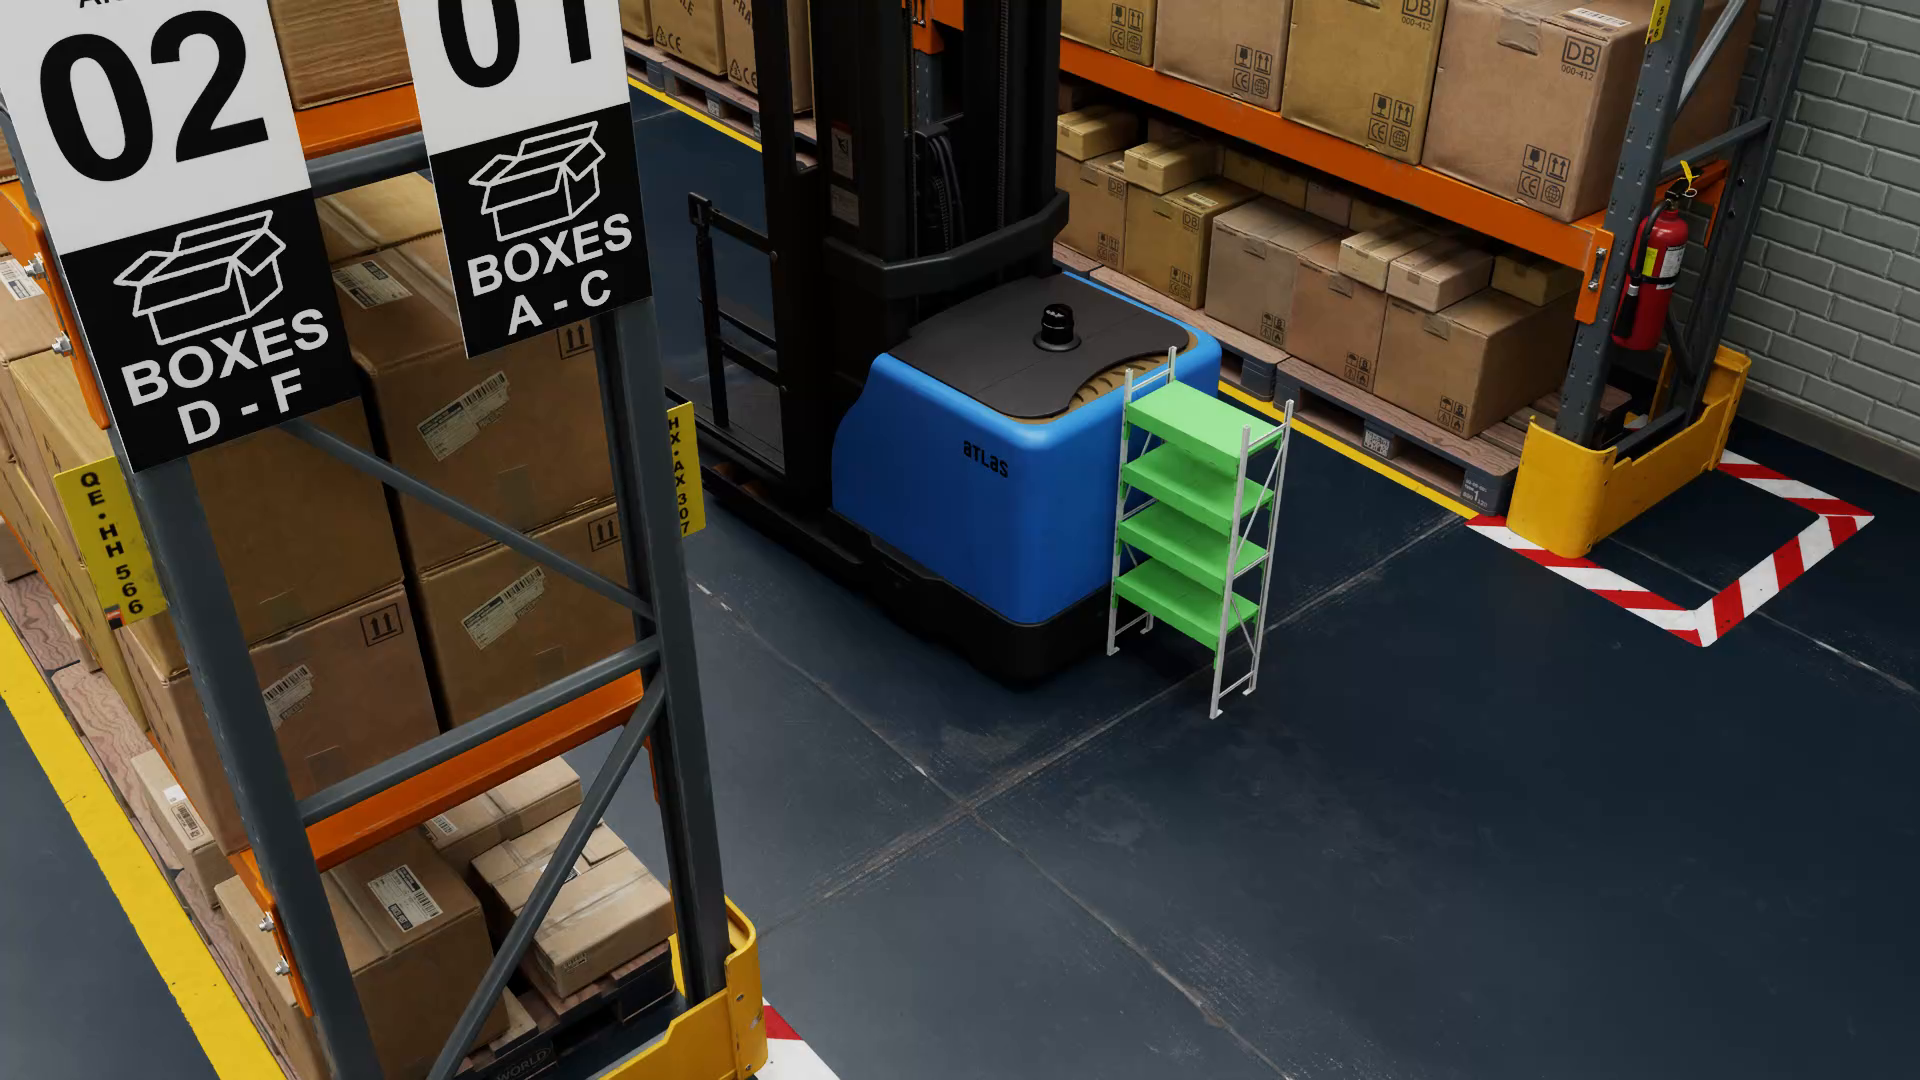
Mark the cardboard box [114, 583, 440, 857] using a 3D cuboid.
[{"bbox_3d":[-1.520,0.275,3.680,0.500,0.500,0.500,-25,42,-30],"label":"cardboard box"}]

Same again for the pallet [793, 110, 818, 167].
[{"bbox_3d":[-0.378,-2.378,9.925,1.003,0.211,1.213,-26,43,-32],"label":"pallet"}]

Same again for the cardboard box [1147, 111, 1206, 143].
[{"bbox_3d":[1.152,-2.041,8.275,0.380,0.149,0.250,-28,44,-33],"label":"cardboard box"}]

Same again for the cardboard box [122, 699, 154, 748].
[{"bbox_3d":[-2.388,0.313,5.492,0.797,0.503,0.637,-26,43,-32],"label":"cardboard box"}]

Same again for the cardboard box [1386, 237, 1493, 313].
[{"bbox_3d":[2.008,-1.114,6.965,0.380,0.149,0.250,-27,43,-32],"label":"cardboard box"}]

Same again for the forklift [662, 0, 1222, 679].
[{"bbox_3d":[-0.432,-1.457,6.271,1.130,2.935,3.031,-29,44,-34],"label":"forklift"}]

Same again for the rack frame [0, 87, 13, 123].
[{"bbox_3d":[-1.023,-2.036,1.839,1.000,3.000,0.127,-26,43,-32],"label":"rack frame"}]

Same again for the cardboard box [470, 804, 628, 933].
[{"bbox_3d":[-1.192,0.965,4.862,0.380,0.166,0.250,-26,43,-32],"label":"cardboard box"}]

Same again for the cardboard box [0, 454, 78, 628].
[{"bbox_3d":[-2.175,-0.175,4.315,0.500,0.500,0.500,-26,43,-31],"label":"cardboard box"}]

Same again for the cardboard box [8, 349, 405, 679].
[{"bbox_3d":[-1.520,-0.131,3.388,0.500,0.500,0.500,-26,43,-32],"label":"cardboard box"}]

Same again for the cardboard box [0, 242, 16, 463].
[{"bbox_3d":[-2.185,-0.581,4.023,0.500,0.500,0.500,-25,42,-31],"label":"cardboard box"}]

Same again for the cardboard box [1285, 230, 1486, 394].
[{"bbox_3d":[1.908,-1.081,7.481,0.700,0.500,0.500,-26,43,-32],"label":"cardboard box"}]

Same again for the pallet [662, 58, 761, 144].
[{"bbox_3d":[-1.170,-2.917,10.686,1.003,0.211,1.213,-26,43,-32],"label":"pallet"}]

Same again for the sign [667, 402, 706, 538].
[{"bbox_3d":[-0.609,-0.144,3.608,0.100,0.325,0.005,-26,43,-32],"label":"sign"}]

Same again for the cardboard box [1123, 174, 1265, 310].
[{"bbox_3d":[1.233,-1.536,8.122,0.700,0.500,0.500,-25,42,-31],"label":"cardboard box"}]

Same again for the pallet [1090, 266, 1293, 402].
[{"bbox_3d":[1.400,-1.161,8.207,1.003,0.211,1.213,-26,43,-32],"label":"pallet"}]

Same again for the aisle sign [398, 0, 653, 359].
[{"bbox_3d":[-0.755,-0.728,2.934,0.394,0.787,0.004,-26,43,-32],"label":"aisle sign"}]

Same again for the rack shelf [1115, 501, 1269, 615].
[{"bbox_3d":[0.804,0.043,5.762,0.258,0.148,0.480,-29,44,-34],"label":"rack shelf"}]

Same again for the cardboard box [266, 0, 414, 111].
[{"bbox_3d":[-1.160,-1.072,3.203,0.500,0.250,0.500,-26,43,-32],"label":"cardboard box"}]

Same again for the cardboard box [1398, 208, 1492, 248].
[{"bbox_3d":[2.136,-1.368,7.324,0.380,0.149,0.250,-26,43,-32],"label":"cardboard box"}]

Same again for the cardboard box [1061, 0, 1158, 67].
[{"bbox_3d":[0.982,-2.756,7.786,0.980,0.700,0.700,-27,43,-33],"label":"cardboard box"}]

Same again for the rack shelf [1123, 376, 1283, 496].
[{"bbox_3d":[0.804,-0.349,5.485,0.258,0.148,0.480,-29,44,-34],"label":"rack shelf"}]

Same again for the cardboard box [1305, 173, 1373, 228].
[{"bbox_3d":[1.811,-1.590,7.638,0.380,0.149,0.250,-25,42,-31],"label":"cardboard box"}]

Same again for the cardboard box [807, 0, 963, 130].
[{"bbox_3d":[-0.341,-2.736,9.514,0.750,0.750,0.750,-25,43,-31],"label":"cardboard box"}]

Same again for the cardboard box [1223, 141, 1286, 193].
[{"bbox_3d":[1.482,-1.815,7.956,0.380,0.149,0.250,-27,43,-33],"label":"cardboard box"}]

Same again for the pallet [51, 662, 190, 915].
[{"bbox_3d":[-2.370,0.627,5.683,1.003,0.211,1.213,-26,43,-32],"label":"pallet"}]

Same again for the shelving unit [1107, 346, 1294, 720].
[{"bbox_3d":[0.804,-0.009,5.725,0.258,1.200,0.503,-29,44,-34],"label":"shelving unit"}]

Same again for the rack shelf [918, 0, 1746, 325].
[{"bbox_3d":[1.468,-2.027,7.639,1.077,0.370,4.000,-26,43,-32],"label":"rack shelf"}]

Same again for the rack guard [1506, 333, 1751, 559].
[{"bbox_3d":[2.774,-0.406,6.891,1.175,0.500,0.348,-26,43,-32],"label":"rack guard"}]

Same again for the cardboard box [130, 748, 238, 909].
[{"bbox_3d":[-2.152,0.776,5.058,0.500,0.250,0.500,-26,43,-32],"label":"cardboard box"}]

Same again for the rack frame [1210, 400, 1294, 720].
[{"bbox_3d":[0.972,0.093,5.581,0.240,1.200,0.015,-29,44,-34],"label":"rack frame"}]

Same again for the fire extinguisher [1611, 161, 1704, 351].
[{"bbox_3d":[2.503,-1.015,5.977,0.296,0.674,0.183,-26,43,-32],"label":"fire extinguisher"}]

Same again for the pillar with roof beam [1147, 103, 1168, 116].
[{"bbox_3d":[-1.999,-4.059,4.696,9.100,9.000,0.400,-26,43,-32],"label":"pillar with roof beam"}]

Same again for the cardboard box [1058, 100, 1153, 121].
[{"bbox_3d":[0.582,-1.986,8.758,0.700,0.500,0.500,-25,43,-31],"label":"cardboard box"}]

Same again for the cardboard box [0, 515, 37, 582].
[{"bbox_3d":[-3.499,-0.170,6.341,0.500,0.311,0.500,-26,43,-32],"label":"cardboard box"}]

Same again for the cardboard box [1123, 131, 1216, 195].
[{"bbox_3d":[1.000,-1.801,7.936,0.380,0.149,0.250,-27,44,-33],"label":"cardboard box"}]

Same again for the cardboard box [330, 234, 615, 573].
[{"bbox_3d":[-1.108,-0.331,3.670,0.500,0.500,0.500,-25,42,-30],"label":"cardboard box"}]

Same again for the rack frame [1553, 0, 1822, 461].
[{"bbox_3d":[2.759,-1.437,6.184,1.000,3.000,0.127,-26,43,-32],"label":"rack frame"}]

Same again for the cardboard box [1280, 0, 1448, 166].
[{"bbox_3d":[1.944,-2.098,6.858,0.980,0.700,0.700,-26,43,-32],"label":"cardboard box"}]

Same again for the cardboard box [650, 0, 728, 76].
[{"bbox_3d":[-1.469,-3.501,10.594,0.750,0.750,0.750,-26,43,-32],"label":"cardboard box"}]

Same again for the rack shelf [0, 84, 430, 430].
[{"bbox_3d":[-2.314,-1.401,4.161,1.077,0.370,4.000,-26,43,-32],"label":"rack shelf"}]
